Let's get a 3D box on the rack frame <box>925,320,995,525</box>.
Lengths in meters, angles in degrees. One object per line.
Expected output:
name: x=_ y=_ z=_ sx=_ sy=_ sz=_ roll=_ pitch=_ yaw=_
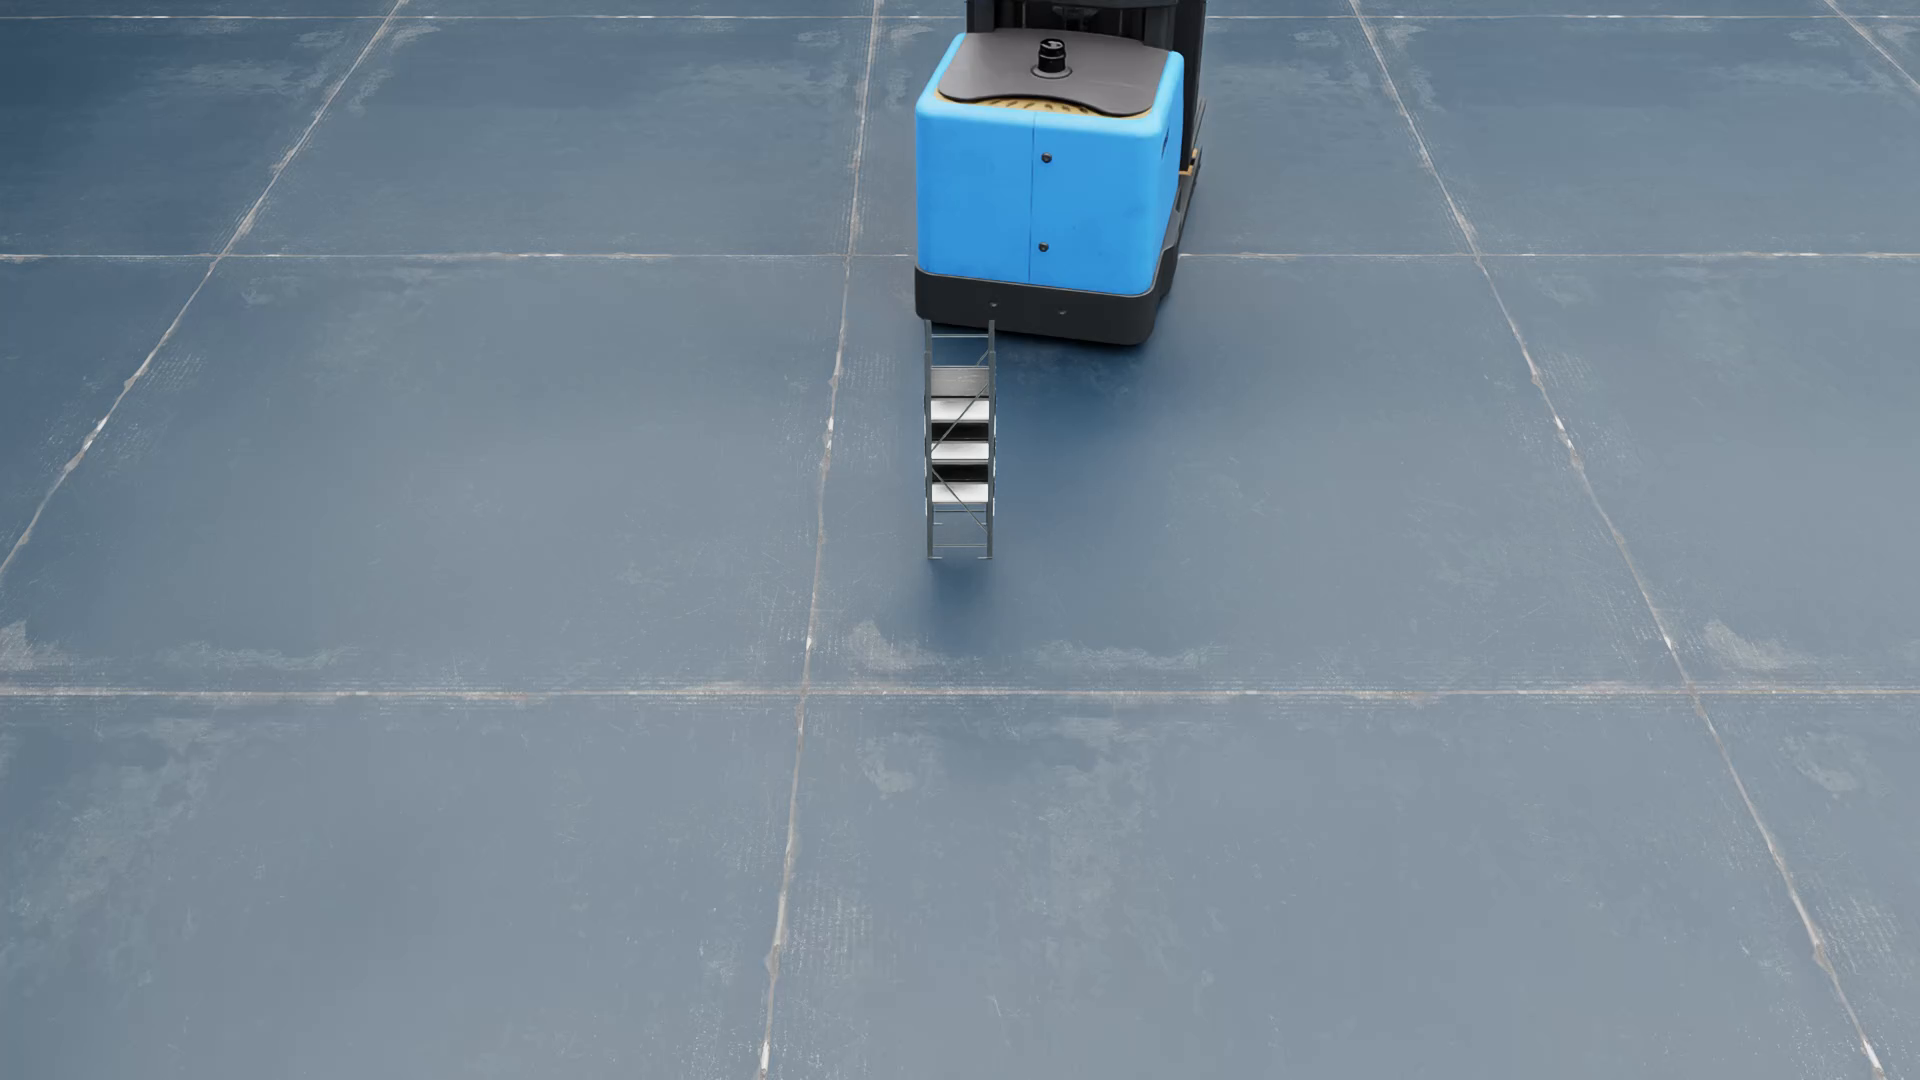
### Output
rack frame: x=0.000 y=-0.410 z=6.042 sx=0.240 sy=0.900 sz=0.006 roll=0 pitch=39 yaw=0

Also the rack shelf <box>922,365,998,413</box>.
rack shelf: x=0.000 y=-0.531 z=5.814 sx=0.258 sy=0.077 sz=0.200 roll=0 pitch=39 yaw=0

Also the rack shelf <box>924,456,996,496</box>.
rack shelf: x=0.000 y=-0.250 z=6.039 sx=0.258 sy=0.077 sz=0.200 roll=0 pitch=39 yaw=0

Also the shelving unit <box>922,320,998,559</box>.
shelving unit: x=0.000 y=-0.346 z=5.962 sx=0.258 sy=0.900 sz=0.210 roll=0 pitch=39 yaw=0

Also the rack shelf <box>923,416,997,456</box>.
rack shelf: x=0.000 y=-0.390 z=5.927 sx=0.258 sy=0.077 sz=0.200 roll=0 pitch=39 yaw=0

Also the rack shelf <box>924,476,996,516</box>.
rack shelf: x=0.000 y=-0.180 z=6.096 sx=0.258 sy=0.077 sz=0.200 roll=0 pitch=39 yaw=0

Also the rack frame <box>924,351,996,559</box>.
rack frame: x=0.000 y=-0.282 z=5.883 sx=0.240 sy=0.900 sz=0.006 roll=0 pitch=39 yaw=0

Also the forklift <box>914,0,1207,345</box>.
forklift: x=0.626 y=-2.913 z=7.541 sx=1.130 sy=2.935 sz=3.031 roll=8 pitch=39 yaw=10

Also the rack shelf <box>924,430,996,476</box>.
rack shelf: x=0.000 y=-0.320 z=5.983 sx=0.258 sy=0.077 sz=0.200 roll=0 pitch=39 yaw=0

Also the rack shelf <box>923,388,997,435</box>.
rack shelf: x=0.000 y=-0.461 z=5.871 sx=0.258 sy=0.077 sz=0.200 roll=0 pitch=39 yaw=0
